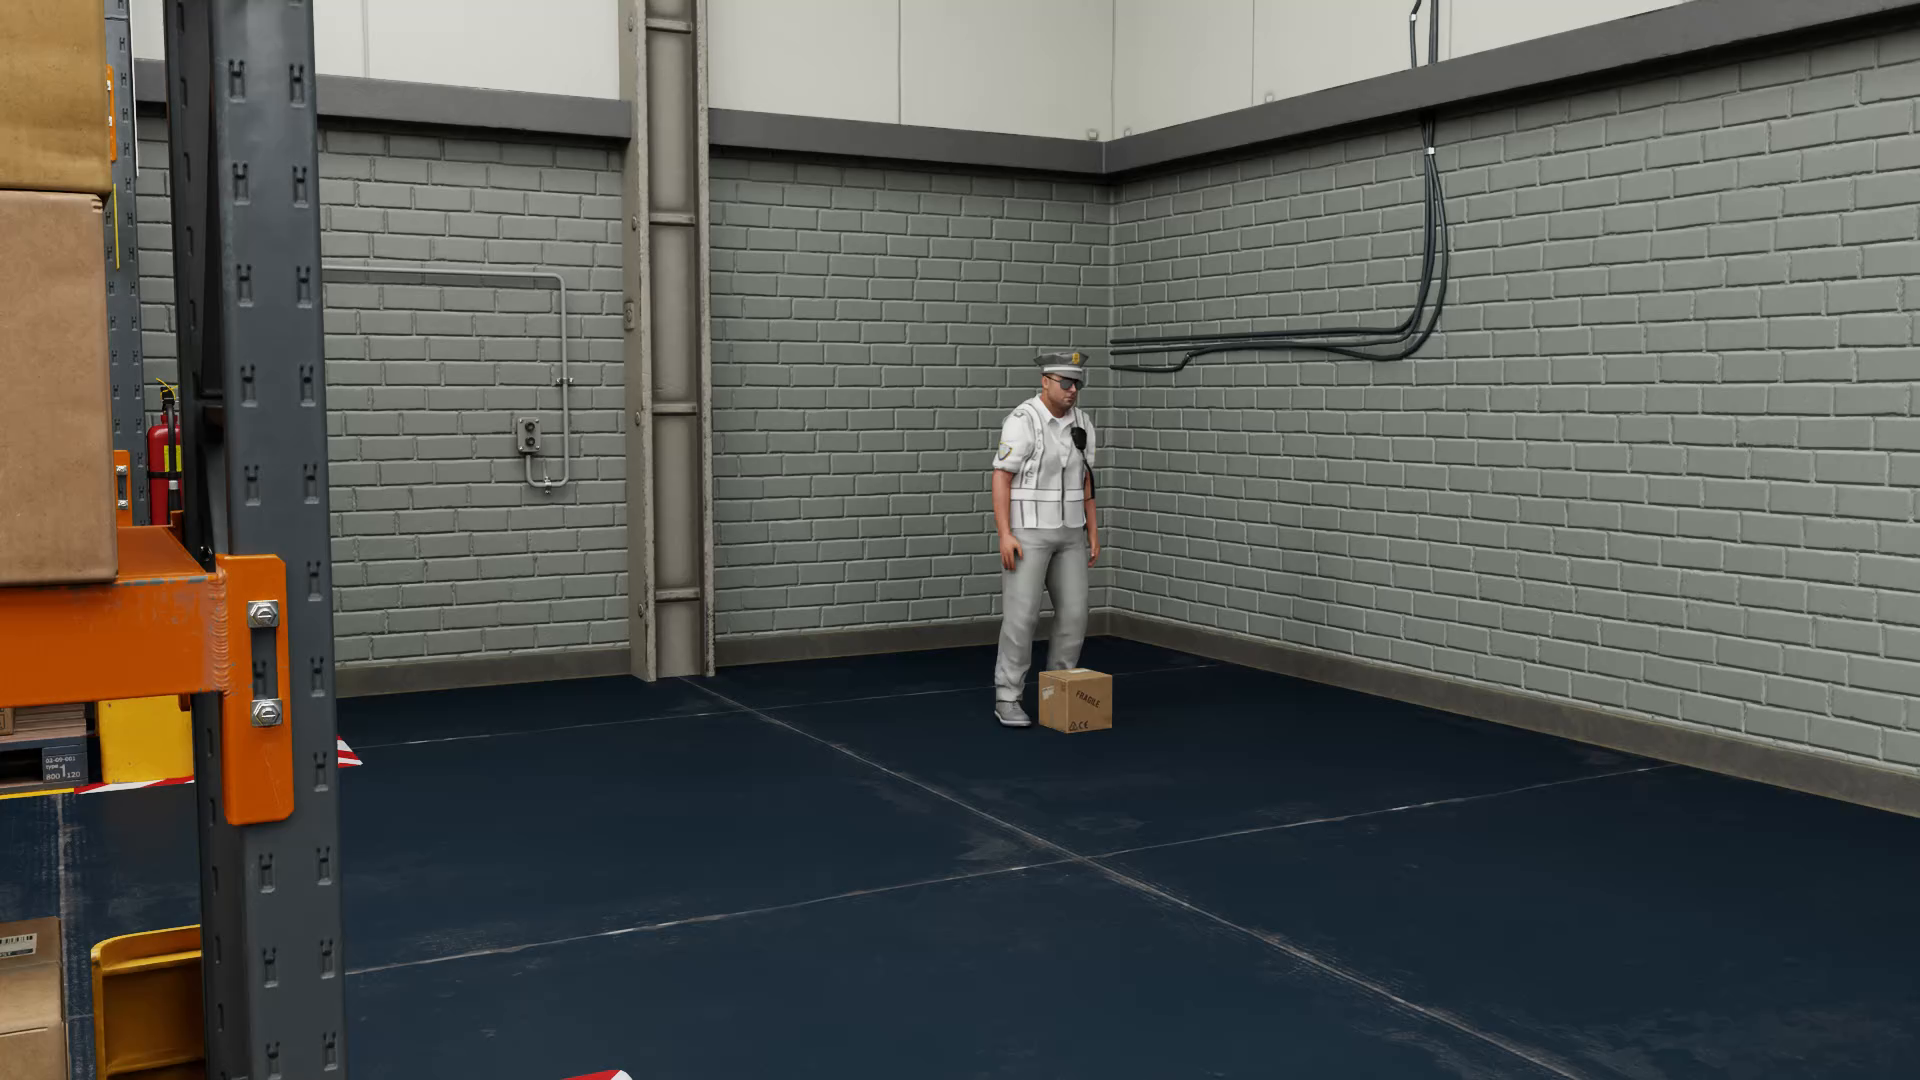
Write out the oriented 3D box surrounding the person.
[{"bbox_3d":[0.405,-0.021,7.936,0.606,1.748,0.442,-3,6,-32],"label":"person"}]
